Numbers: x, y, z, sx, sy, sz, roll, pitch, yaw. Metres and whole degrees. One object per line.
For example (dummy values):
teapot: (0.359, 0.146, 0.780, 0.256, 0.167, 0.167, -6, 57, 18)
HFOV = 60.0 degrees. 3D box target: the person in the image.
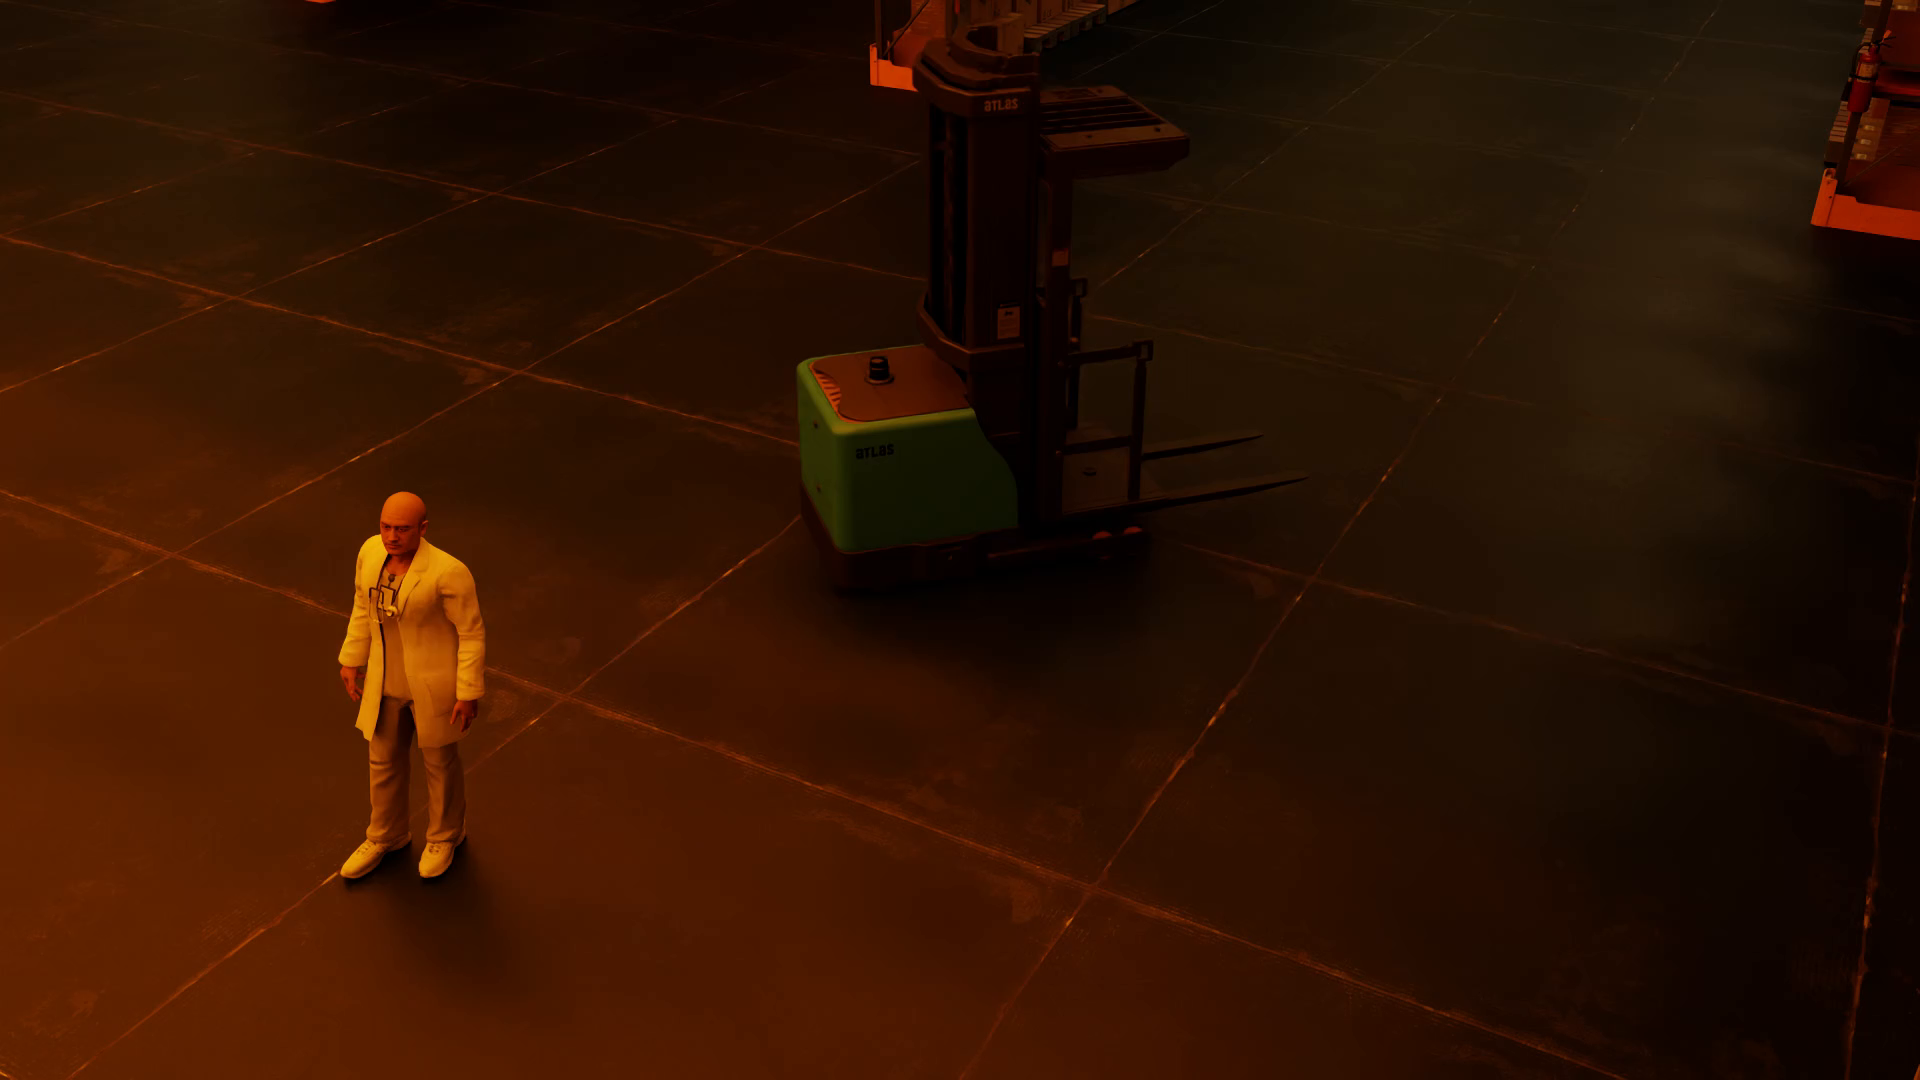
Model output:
person: (-2.366, 0.655, 7.075, 0.698, 1.777, 0.580, 10, 31, 16)

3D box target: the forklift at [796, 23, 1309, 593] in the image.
forklift: (0.606, -1.393, 9.484, 3.031, 2.935, 1.130, -9, 31, -15)
